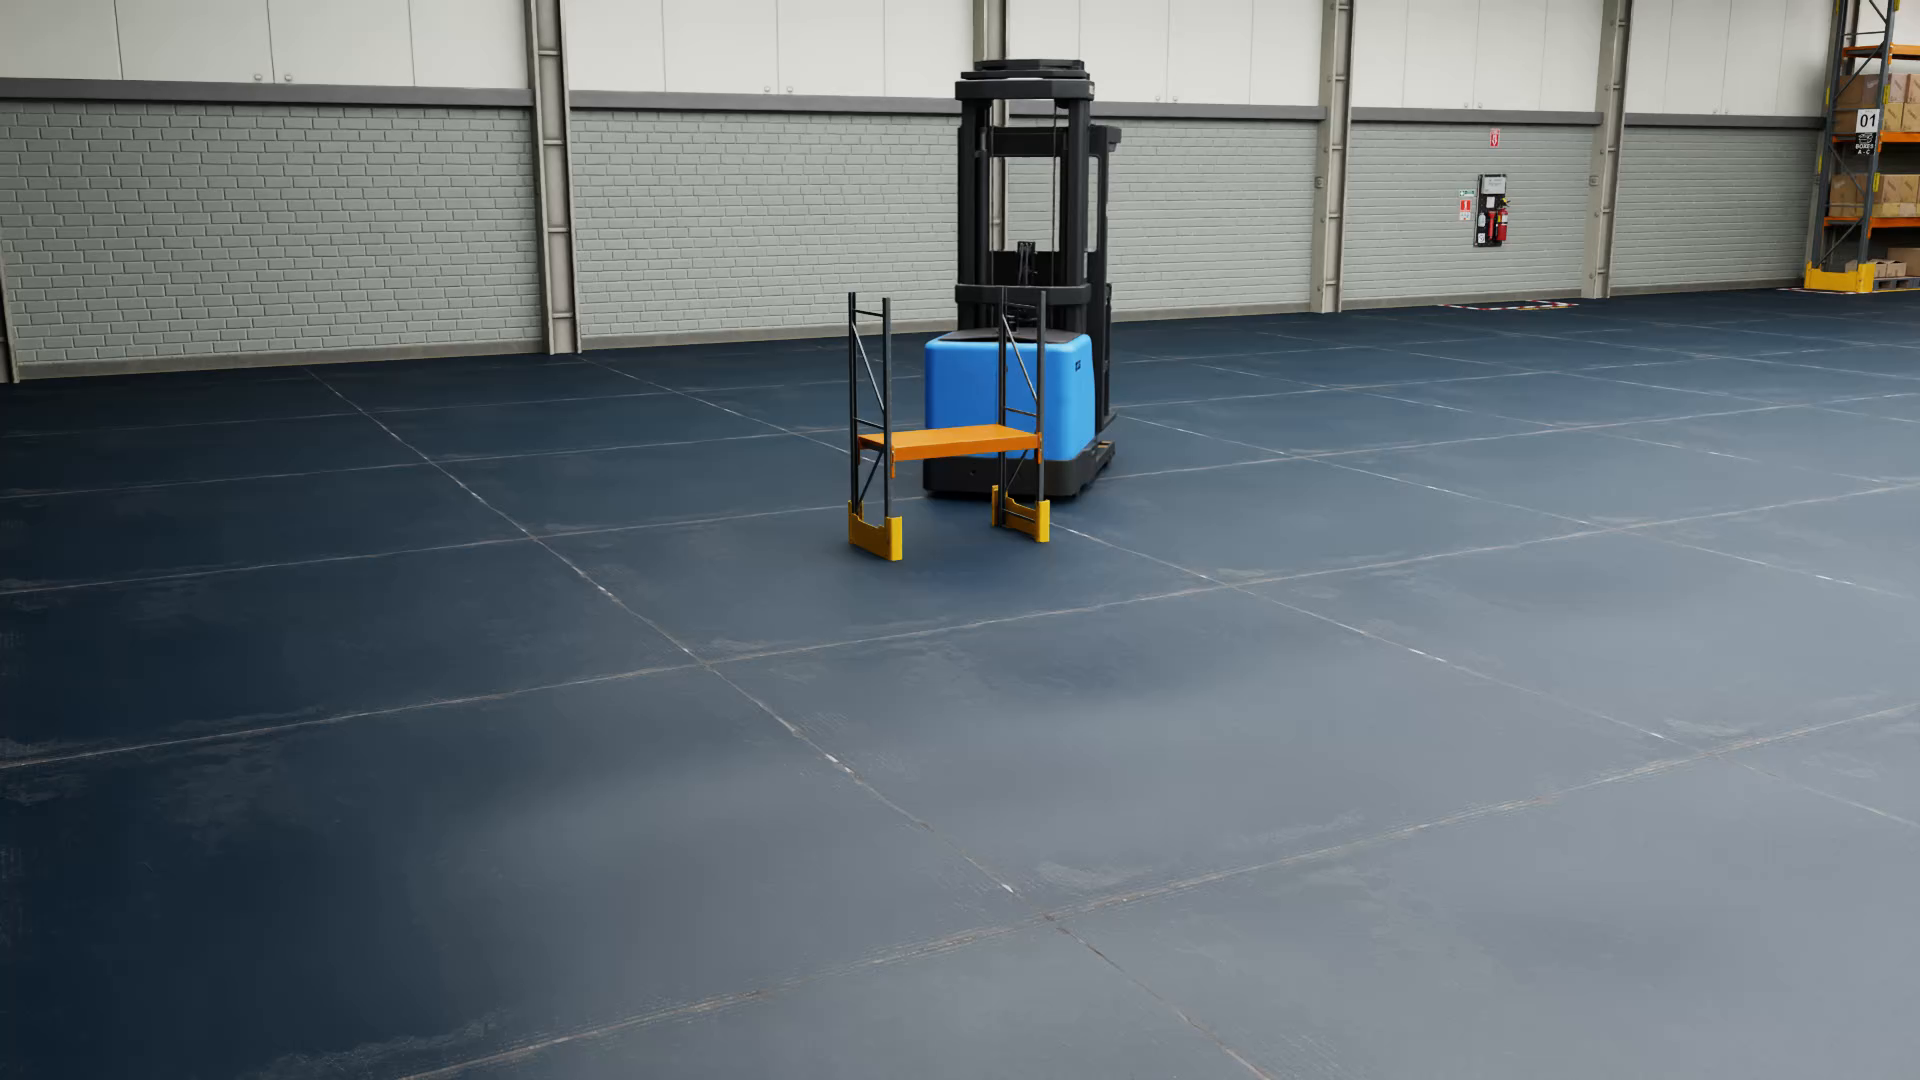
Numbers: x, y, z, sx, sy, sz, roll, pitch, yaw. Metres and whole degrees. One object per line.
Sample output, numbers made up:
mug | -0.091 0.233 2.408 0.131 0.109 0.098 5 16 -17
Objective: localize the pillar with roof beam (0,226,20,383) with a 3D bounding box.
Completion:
pillar with roof beam | -8.053 -5.220 12.807 0.400 9.000 9.100 -7 14 -28

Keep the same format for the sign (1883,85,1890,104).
sign | 16.276 -7.823 29.218 0.005 0.325 0.100 -7 14 -28

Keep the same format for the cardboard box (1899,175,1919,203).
cardboard box | 17.018 -6.383 30.228 0.500 0.500 0.500 -7 14 -28

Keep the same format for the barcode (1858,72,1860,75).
barcode | 16.400 -8.502 30.352 0.075 0.075 0.001 -7 14 -28

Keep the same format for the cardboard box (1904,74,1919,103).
cardboard box | 16.935 -8.085 29.819 0.500 0.500 0.500 -7 14 -29

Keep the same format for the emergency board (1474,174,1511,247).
emergency board | 8.762 -5.395 27.248 0.643 1.169 0.194 -7 14 -28

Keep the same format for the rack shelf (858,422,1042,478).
rack shelf | -0.075 -0.547 9.944 1.000 0.185 0.538 -7 14 -28

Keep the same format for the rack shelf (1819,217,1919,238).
rack shelf | 17.771 -5.898 31.122 4.000 0.370 1.077 -7 14 -28

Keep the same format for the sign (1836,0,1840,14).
sign | 15.768 -9.607 29.814 0.005 0.325 0.100 -7 14 -28

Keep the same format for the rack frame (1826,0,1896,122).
rack frame | 16.016 -8.965 29.449 0.127 3.000 1.000 -7 14 -28

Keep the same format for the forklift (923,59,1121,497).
forklift | 0.577 -1.997 12.308 1.130 2.935 3.031 3 13 13

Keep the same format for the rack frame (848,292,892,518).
rack frame | -0.521 -0.669 9.667 0.032 1.500 0.500 -7 14 -28

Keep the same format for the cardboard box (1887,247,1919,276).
cardboard box | 17.835 -5.216 31.147 0.500 0.500 0.700 -8 15 -31

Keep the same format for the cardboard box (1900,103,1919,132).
cardboard box | 16.918 -7.597 29.928 0.500 0.500 0.500 -6 14 -24

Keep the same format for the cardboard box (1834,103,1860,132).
cardboard box | 16.261 -7.653 30.177 0.500 0.500 0.500 -6 14 -24

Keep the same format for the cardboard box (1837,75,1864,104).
cardboard box | 16.269 -8.144 30.081 0.500 0.500 0.500 -6 14 -25

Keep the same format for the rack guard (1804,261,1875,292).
rack guard | 16.083 -4.827 30.418 0.348 0.500 1.175 -7 14 -28

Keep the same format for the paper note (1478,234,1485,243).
paper note | 8.574 -4.960 27.321 0.142 0.148 0.016 -7 14 -28

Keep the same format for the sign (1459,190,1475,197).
sign | 8.236 -5.631 27.011 0.331 0.109 0.001 -7 14 -28

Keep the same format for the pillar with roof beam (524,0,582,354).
pillar with roof beam | -2.787 -5.851 15.612 0.400 9.000 9.100 -7 14 -28

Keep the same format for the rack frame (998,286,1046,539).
rack frame | 0.371 -0.776 10.142 0.032 1.500 0.500 -7 14 -28

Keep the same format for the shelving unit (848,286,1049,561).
shelving unit | -0.067 -0.724 9.909 1.083 1.500 0.587 -7 14 -28

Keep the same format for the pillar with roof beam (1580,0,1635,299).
pillar with roof beam | 13.012 -7.744 24.026 0.400 9.000 9.100 -7 14 -28

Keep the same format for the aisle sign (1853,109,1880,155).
aisle sign | 16.096 -7.241 29.532 0.004 0.787 0.394 -7 14 -28

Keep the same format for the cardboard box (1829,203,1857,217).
cardboard box | 16.333 -6.061 30.506 0.500 0.250 0.500 -7 14 -27

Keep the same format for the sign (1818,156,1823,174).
sign | 15.768 -6.866 30.430 0.005 0.325 0.100 -7 14 -28

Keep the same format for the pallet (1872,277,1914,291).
pallet | 16.813 -4.764 30.799 1.213 0.211 1.003 -7 14 -28

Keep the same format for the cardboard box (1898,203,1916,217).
cardboard box | 17.045 -6.022 30.333 0.500 0.250 0.500 -7 15 -30

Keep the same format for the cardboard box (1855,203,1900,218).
cardboard box | 16.596 -5.965 30.078 0.500 0.250 0.500 -7 15 -29

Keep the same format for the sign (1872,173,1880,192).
sign | 16.276 -6.356 29.548 0.005 0.325 0.100 -7 14 -28

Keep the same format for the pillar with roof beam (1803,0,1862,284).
pillar with roof beam | 18.279 -8.376 26.830 0.400 9.000 9.100 -7 14 -28

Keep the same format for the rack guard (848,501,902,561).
rack guard | -0.504 -0.062 9.813 0.087 0.250 0.587 -7 14 -28

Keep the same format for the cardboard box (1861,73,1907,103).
cardboard box | 16.470 -8.042 29.628 0.500 0.500 0.500 -8 15 -32

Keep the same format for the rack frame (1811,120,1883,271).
rack frame | 16.016 -6.038 30.108 0.127 3.000 1.000 -7 14 -28

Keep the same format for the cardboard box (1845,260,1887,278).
cardboard box | 16.666 -4.996 30.601 0.500 0.311 0.500 -9 15 -34

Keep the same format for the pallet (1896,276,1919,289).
pallet | 17.882 -4.892 31.365 1.213 0.211 1.003 -7 14 -28

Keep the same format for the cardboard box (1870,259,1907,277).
cardboard box | 17.167 -5.056 30.867 0.500 0.311 0.500 -6 14 -23

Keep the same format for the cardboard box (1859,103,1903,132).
cardboard box | 16.429 -7.547 29.707 0.500 0.500 0.500 -6 14 -26

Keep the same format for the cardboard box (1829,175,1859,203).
cardboard box | 16.328 -6.431 30.442 0.500 0.500 0.500 -7 14 -28

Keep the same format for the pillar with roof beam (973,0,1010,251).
pillar with roof beam | 2.479 -6.482 18.416 0.400 9.000 9.100 -7 14 -28

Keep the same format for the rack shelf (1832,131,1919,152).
rack shelf | 17.771 -7.361 30.792 4.000 0.370 1.077 -7 14 -28

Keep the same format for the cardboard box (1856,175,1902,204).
cardboard box | 16.579 -6.333 30.005 0.500 0.500 0.500 -7 14 -28

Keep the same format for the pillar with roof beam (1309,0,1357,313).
pillar with roof beam | 7.746 -7.113 21.221 0.400 9.000 9.100 -7 14 -28

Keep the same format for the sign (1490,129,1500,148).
sign | 8.707 -6.544 27.075 0.199 0.298 0.001 -7 14 -28

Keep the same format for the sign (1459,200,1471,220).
sign | 8.227 -5.374 27.074 0.234 0.329 0.001 -7 14 -28

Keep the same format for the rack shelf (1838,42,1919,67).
rack shelf | 17.771 -8.823 30.463 4.000 0.370 1.077 -7 14 -28

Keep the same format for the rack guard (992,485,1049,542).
rack guard | 0.370 -0.166 10.279 0.087 0.250 0.587 -7 14 -28

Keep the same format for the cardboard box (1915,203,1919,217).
cardboard box | 17.495 -6.075 30.566 0.500 0.250 0.500 -7 15 -29

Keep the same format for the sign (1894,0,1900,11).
sign | 16.276 -9.355 28.873 0.005 0.325 0.100 -7 14 -28

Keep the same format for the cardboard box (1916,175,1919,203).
cardboard box | 17.474 -6.436 30.464 0.500 0.500 0.500 -7 15 -30

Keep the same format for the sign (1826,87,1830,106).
sign | 15.768 -8.043 30.166 0.005 0.325 0.100 -7 14 -28
